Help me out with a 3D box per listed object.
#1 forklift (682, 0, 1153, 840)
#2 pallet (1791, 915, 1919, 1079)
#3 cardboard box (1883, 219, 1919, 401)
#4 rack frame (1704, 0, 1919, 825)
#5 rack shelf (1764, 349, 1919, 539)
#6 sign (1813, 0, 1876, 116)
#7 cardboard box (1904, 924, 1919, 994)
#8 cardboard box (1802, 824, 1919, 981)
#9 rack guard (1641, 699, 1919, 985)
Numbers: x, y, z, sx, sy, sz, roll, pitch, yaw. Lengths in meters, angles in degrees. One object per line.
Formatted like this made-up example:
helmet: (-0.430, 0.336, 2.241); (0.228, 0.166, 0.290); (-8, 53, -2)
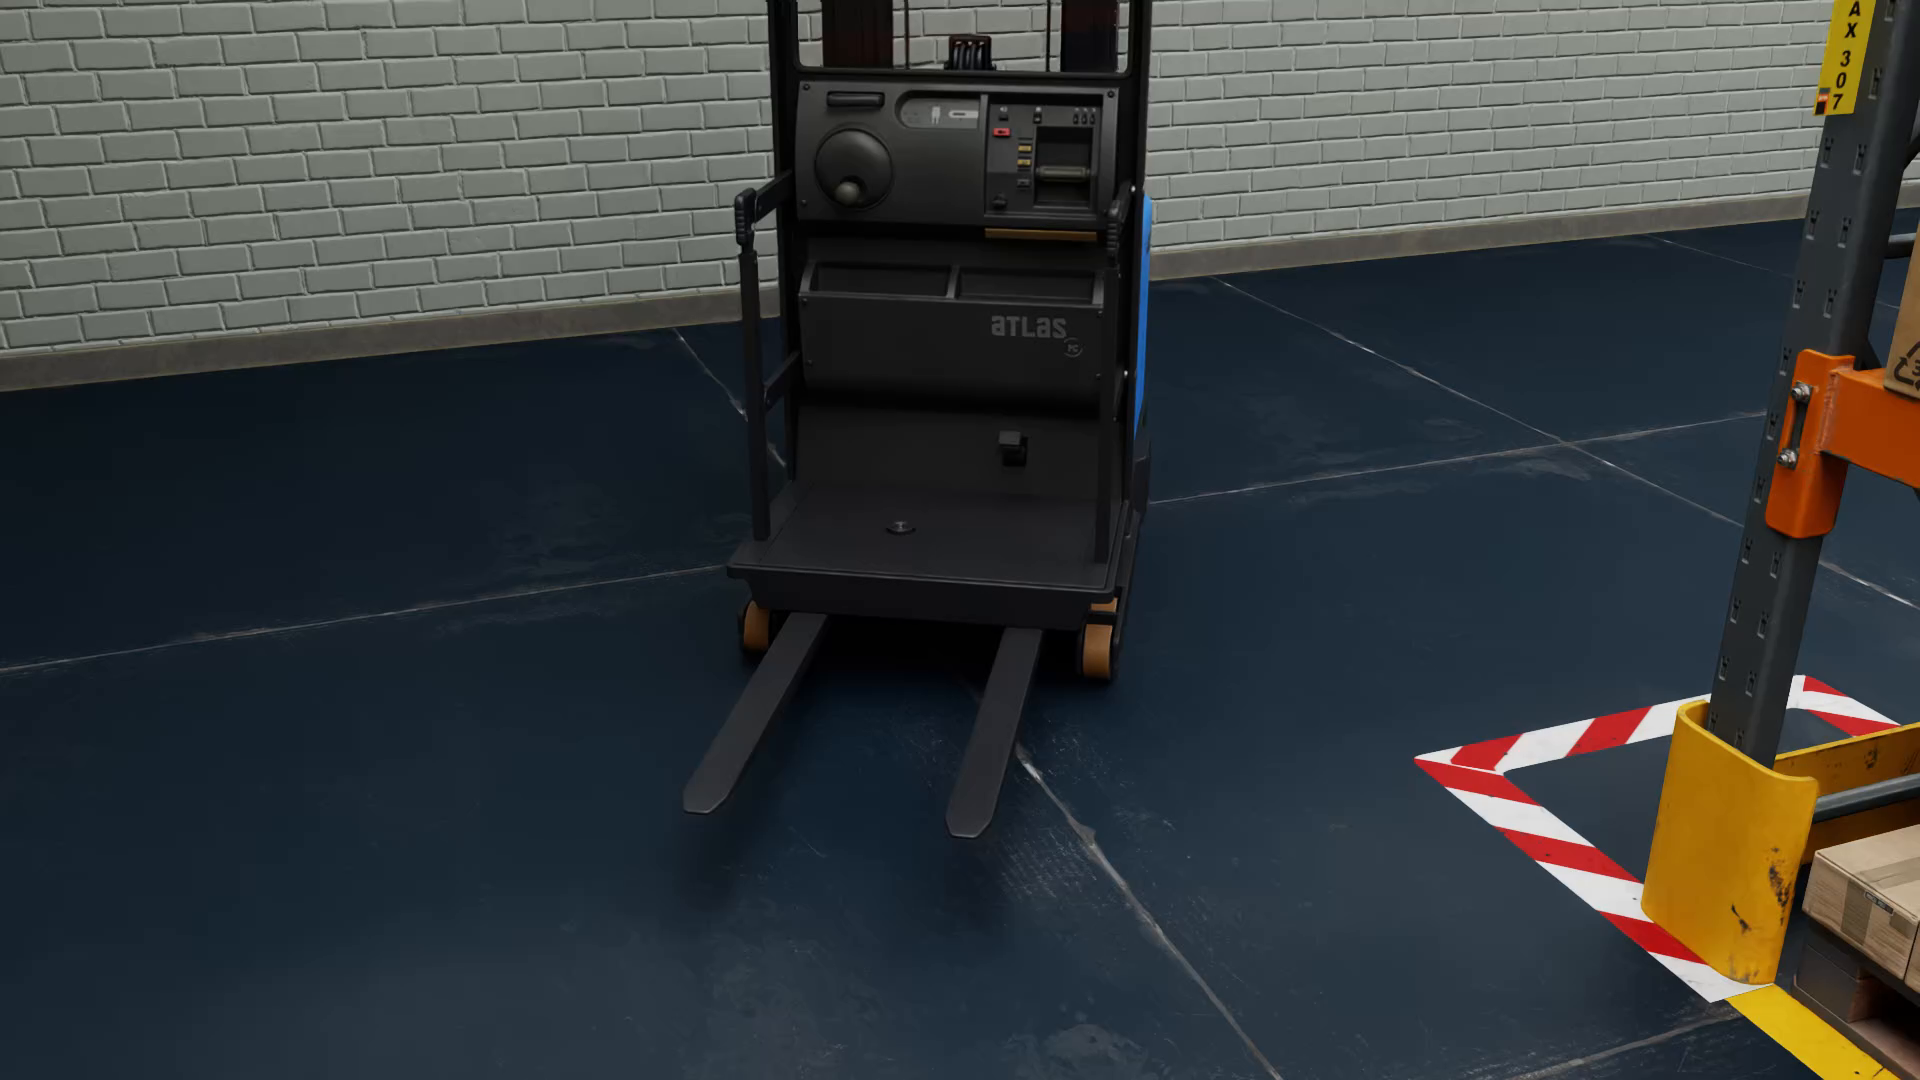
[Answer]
forklift: (-0.046, -1.096, 4.576); (1.130, 2.935, 3.031); (4, 23, 9)
pallet: (2.414, 0.999, 3.109); (1.003, 0.211, 1.213); (-8, 24, -19)
cardboard box: (2.015, -0.452, 2.832); (0.500, 0.500, 0.500); (-8, 24, -18)
rack frame: (2.105, -0.603, 3.319); (1.000, 3.000, 0.127); (-8, 24, -19)
rack shelf: (2.811, 0.455, 1.735); (1.077, 0.370, 4.000); (-8, 24, -19)
sign: (1.597, -0.928, 2.975); (0.100, 0.325, 0.005); (-8, 24, -19)
cardboard box: (2.020, 0.790, 3.096); (0.380, 0.166, 0.250); (-8, 24, -19)
cardboard box: (1.931, 0.707, 3.315); (0.380, 0.149, 0.250); (-8, 24, -19)
rack guard: (2.132, 0.576, 3.739); (1.175, 0.500, 0.348); (-8, 24, -19)
